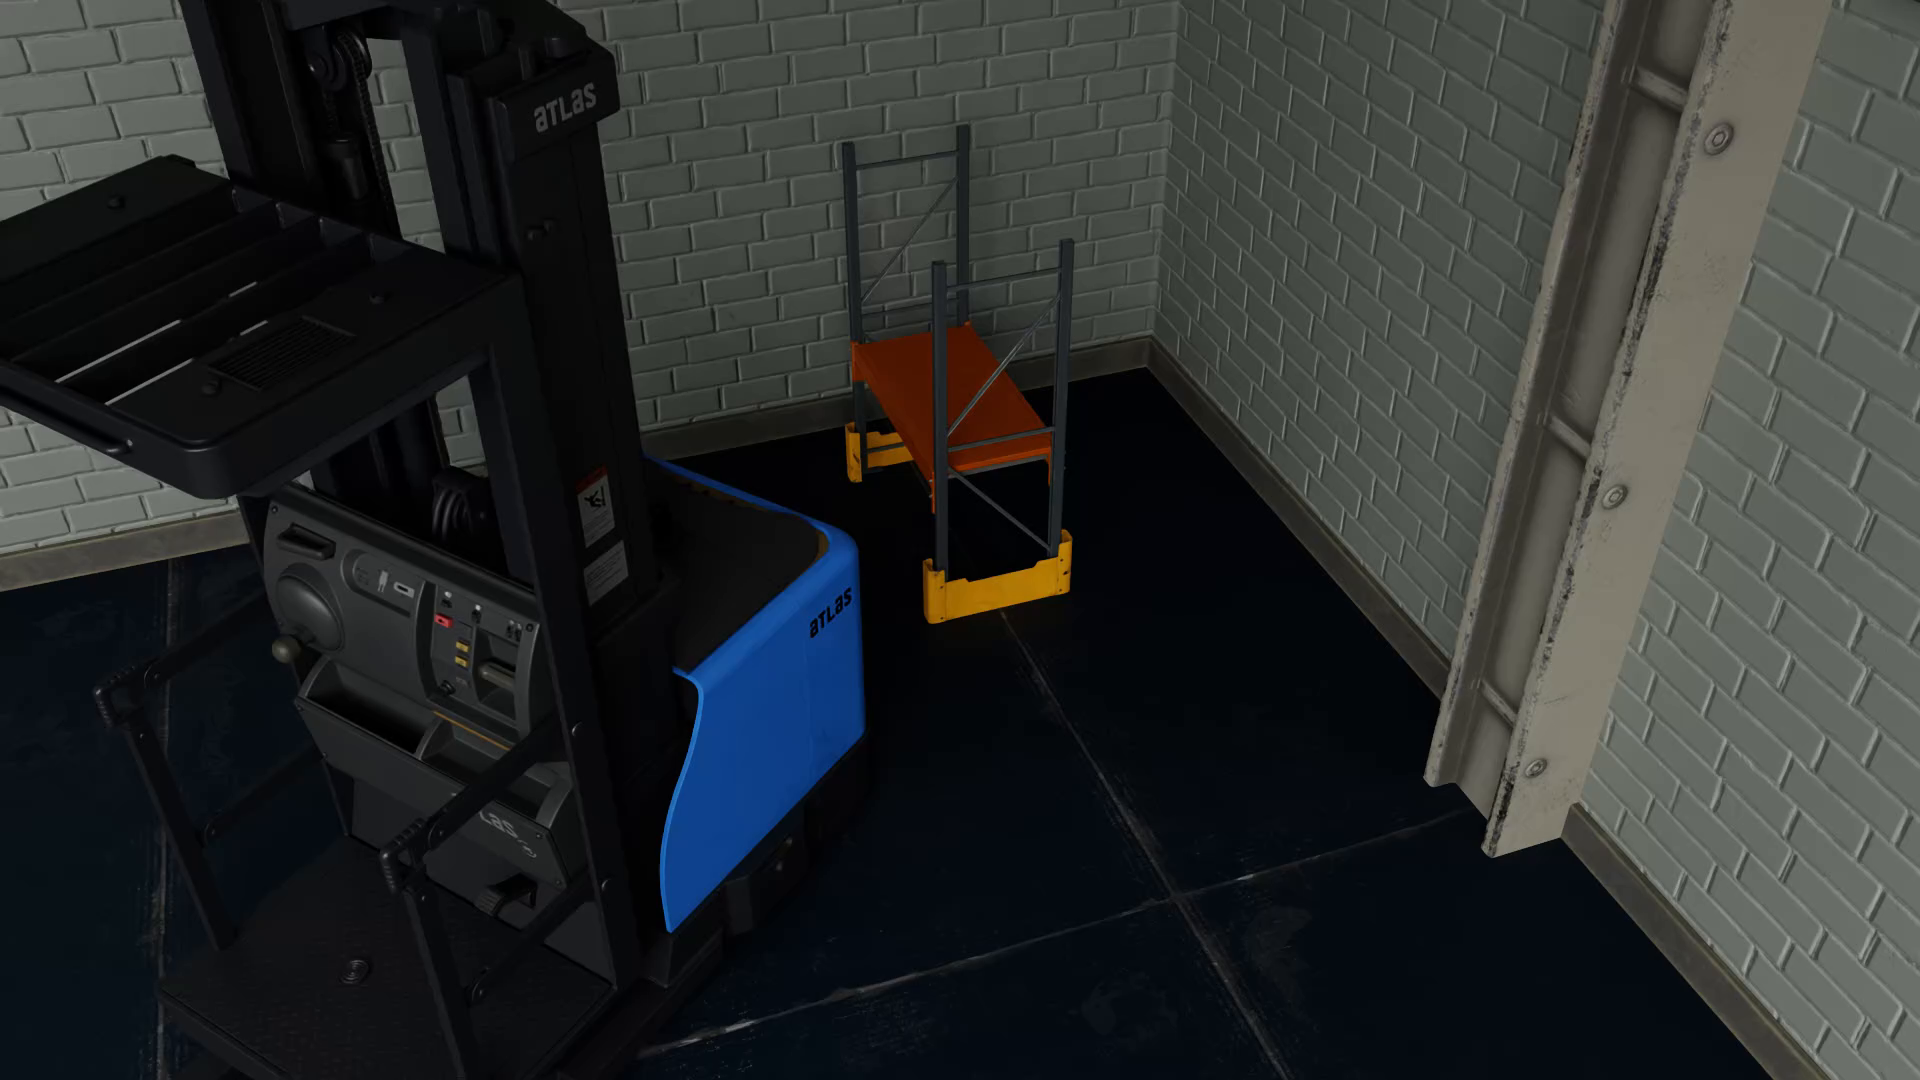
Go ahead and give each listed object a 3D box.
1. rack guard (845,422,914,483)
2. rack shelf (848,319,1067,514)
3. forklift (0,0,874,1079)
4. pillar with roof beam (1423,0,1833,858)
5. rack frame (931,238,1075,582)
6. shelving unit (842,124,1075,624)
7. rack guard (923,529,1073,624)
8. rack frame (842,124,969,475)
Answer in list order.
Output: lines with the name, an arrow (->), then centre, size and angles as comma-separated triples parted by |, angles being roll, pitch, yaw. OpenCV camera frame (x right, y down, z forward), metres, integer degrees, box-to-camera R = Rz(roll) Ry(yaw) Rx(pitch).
rack guard -> -0.198, -0.424, 7.105 | 0.587, 0.250, 0.087 | -12, 39, -16
rack shelf -> -0.029, -0.504, 6.471 | 0.538, 0.185, 1.000 | -12, 39, -16
forklift -> -1.498, 0.269, 3.957 | 1.130, 2.935, 3.031 | 21, 42, 25
pillar with roof beam -> -2.251, -1.817, 1.682 | 9.100, 9.000, 0.400 | -12, 39, -16
rack frame -> 0.146, -0.360, 5.981 | 0.500, 1.500, 0.032 | -12, 39, -16
shelving unit -> -0.026, -0.642, 6.356 | 0.587, 1.500, 1.083 | -12, 39, -16
rack guard -> 0.145, 0.138, 6.358 | 0.587, 0.250, 0.087 | -12, 39, -16
rack frame -> -0.204, -0.934, 6.744 | 0.500, 1.500, 0.032 | -12, 39, -16
